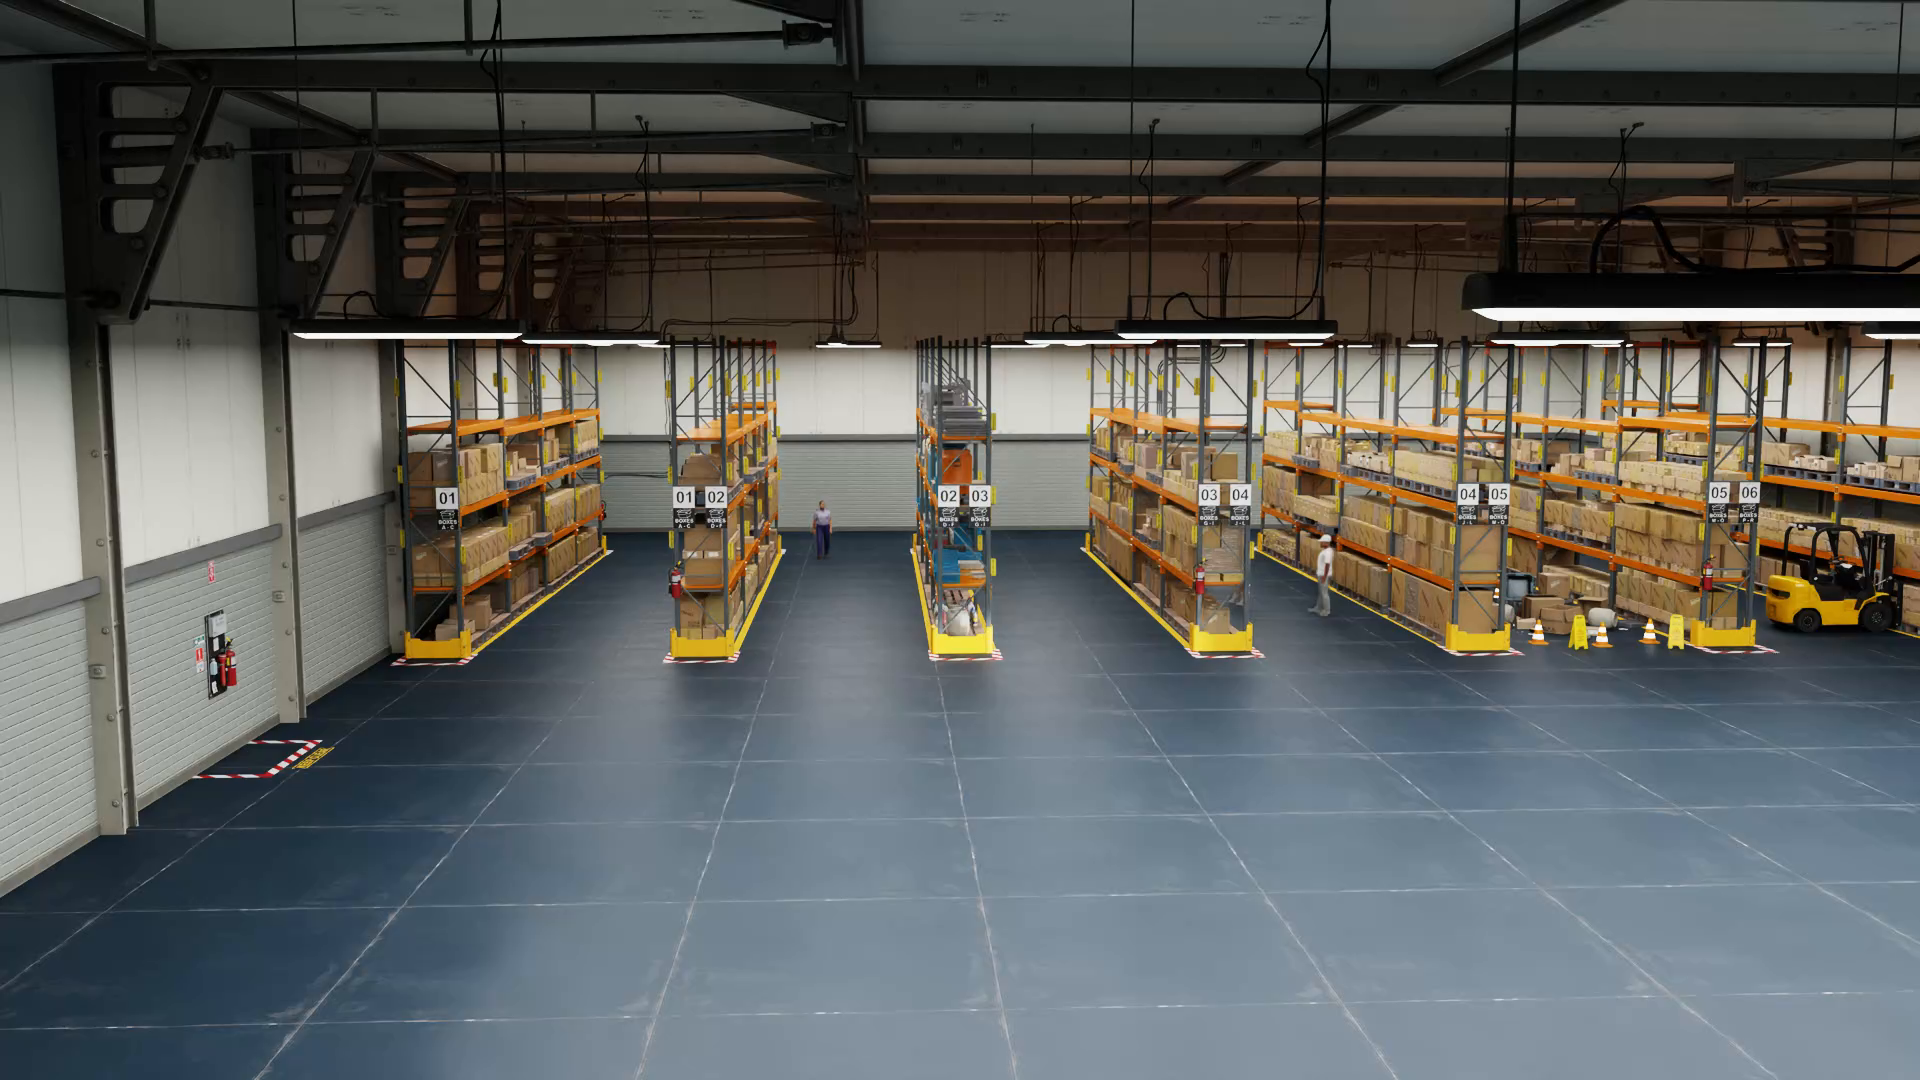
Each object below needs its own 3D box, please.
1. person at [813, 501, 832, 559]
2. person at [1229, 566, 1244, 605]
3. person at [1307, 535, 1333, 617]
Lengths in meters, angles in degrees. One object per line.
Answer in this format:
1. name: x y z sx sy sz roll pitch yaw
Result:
1. person: -3.817 -0.302 46.010 0.520 1.600 0.952 -1 7 -8
2. person: 6.329 0.576 37.734 0.383 1.737 0.569 -3 7 -26
3. person: 7.835 0.751 36.165 0.634 1.764 0.576 4 8 30
